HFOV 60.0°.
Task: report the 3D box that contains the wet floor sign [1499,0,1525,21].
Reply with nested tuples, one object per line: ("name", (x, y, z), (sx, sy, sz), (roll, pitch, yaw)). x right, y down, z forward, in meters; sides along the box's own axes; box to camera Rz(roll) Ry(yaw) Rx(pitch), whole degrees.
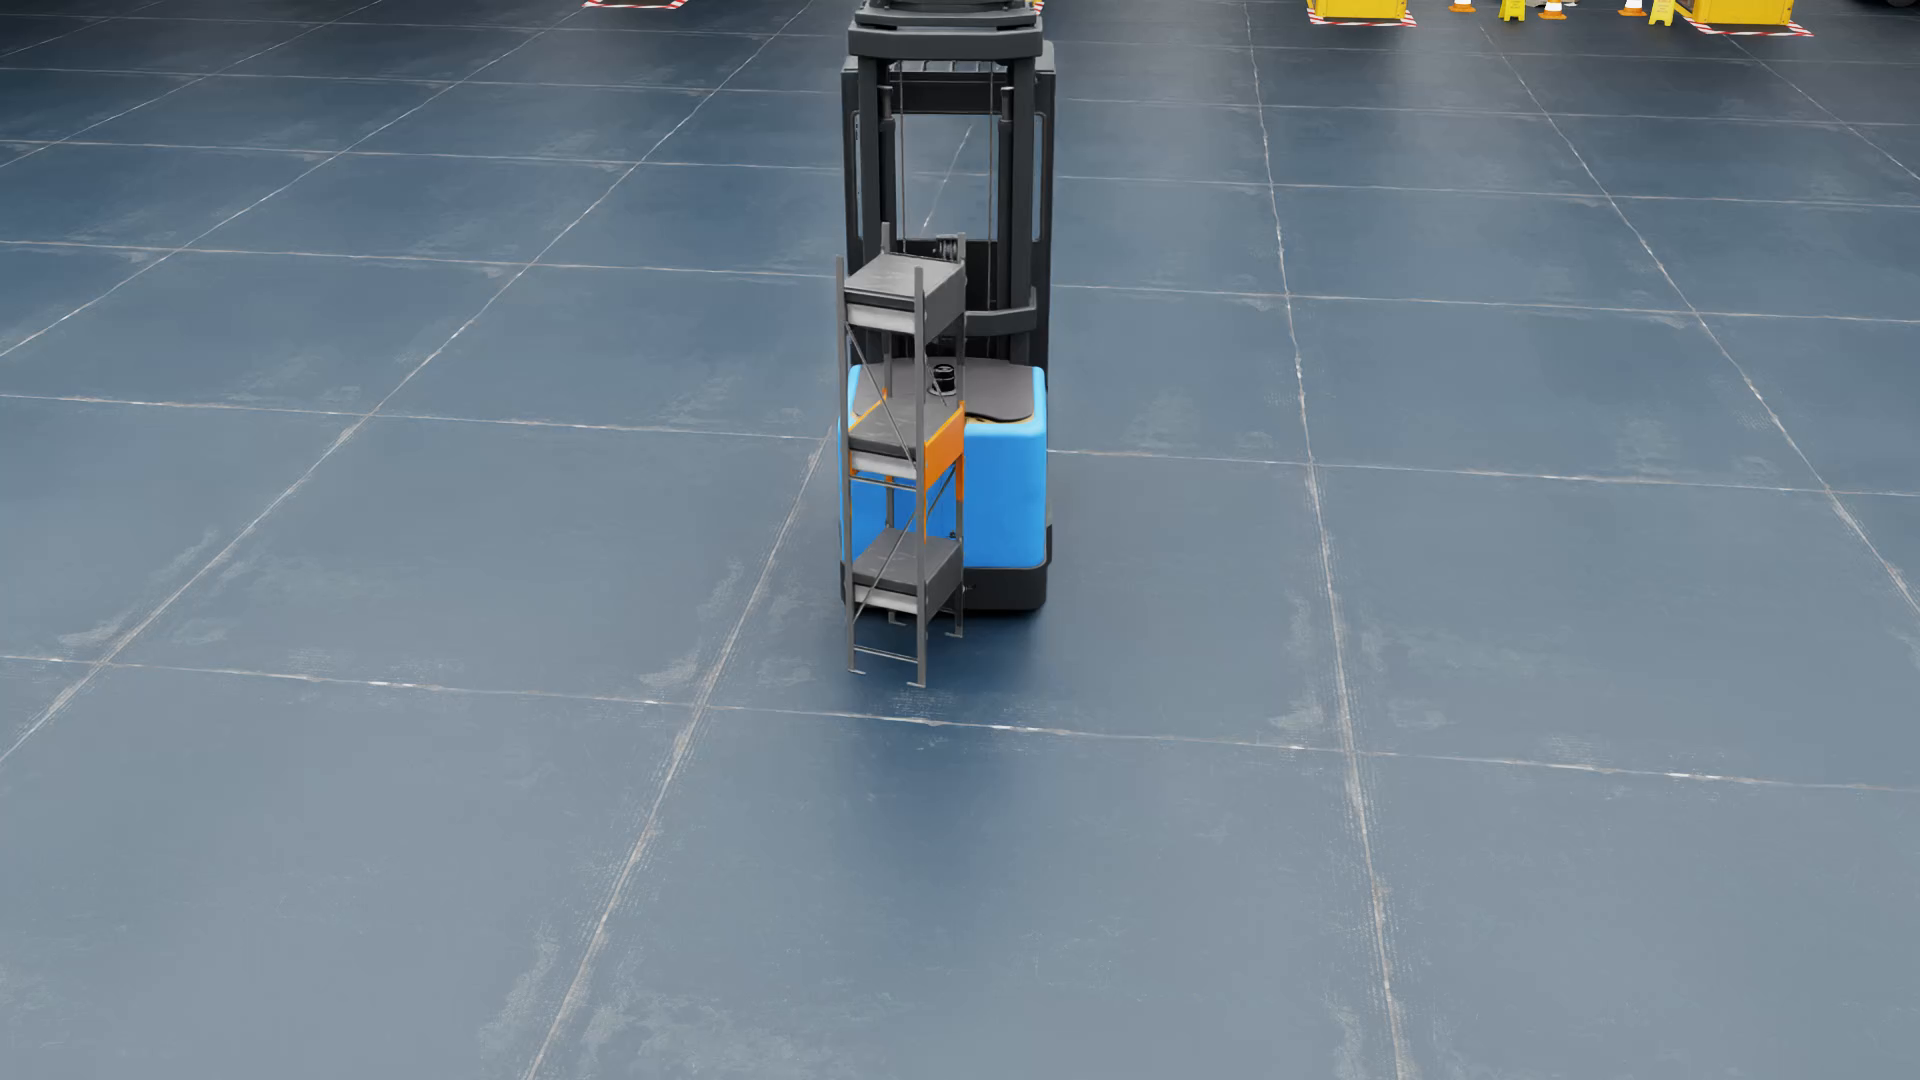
("wet floor sign", (7.327, -7.212, 21.956), (0.267, 0.644, 0.232), (-1, 28, -3))

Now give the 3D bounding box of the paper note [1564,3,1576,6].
("paper note", (8.431, -7.390, 22.936), (0.148, 0.019, 0.142), (-6, 29, -11))

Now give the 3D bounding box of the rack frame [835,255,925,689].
("rack frame", (-0.348, -0.251, 7.498), (0.400, 2.100, 0.015), (11, 30, 19))

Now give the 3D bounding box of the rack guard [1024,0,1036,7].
("rack guard", (0.465, -7.648, 22.919), (1.175, 0.500, 0.348), (3, 28, 6))

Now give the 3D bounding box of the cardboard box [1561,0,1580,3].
("cardboard box", (8.446, -7.616, 23.229), (0.380, 0.149, 0.250), (20, 34, 32))

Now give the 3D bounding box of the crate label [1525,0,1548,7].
("crate label", (7.954, -7.432, 22.901), (0.250, 0.136, 0.298), (-11, 30, -20))

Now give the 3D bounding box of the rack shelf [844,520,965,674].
("rack shelf", (-0.263, 0.269, 8.038), (0.431, 0.518, 0.480), (11, 30, 19))

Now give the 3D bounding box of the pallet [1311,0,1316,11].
("pallet", (5.386, -7.530, 23.005), (1.003, 0.211, 1.213), (3, 28, 6))

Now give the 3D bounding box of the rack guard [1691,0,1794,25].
("rack guard", (10.300, -7.072, 21.850), (1.175, 0.500, 0.348), (3, 28, 6))

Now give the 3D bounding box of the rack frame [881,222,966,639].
("rack frame", (-0.170, -0.466, 7.898), (0.400, 2.100, 0.015), (11, 30, 19))

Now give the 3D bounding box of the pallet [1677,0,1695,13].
("pallet", (10.435, -7.325, 22.625), (1.003, 0.211, 1.213), (3, 28, 6))

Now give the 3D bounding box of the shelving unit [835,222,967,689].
("shelving unit", (-0.259, -0.358, 7.698), (0.431, 2.100, 0.503), (11, 30, 19))

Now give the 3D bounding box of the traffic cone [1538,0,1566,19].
("traffic cone", (7.920, -7.202, 22.130), (0.336, 0.463, 0.334), (3, 28, 6))

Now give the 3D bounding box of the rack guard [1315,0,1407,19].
("rack guard", (5.363, -7.265, 22.208), (1.175, 0.500, 0.348), (3, 28, 6))

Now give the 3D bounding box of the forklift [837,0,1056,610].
("forklift", (-0.052, -1.595, 9.120), (1.130, 2.935, 3.031), (1, 28, 1))

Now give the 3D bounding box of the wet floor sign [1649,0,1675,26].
("wet floor sign", (9.205, -7.073, 21.699), (0.267, 0.644, 0.232), (14, 31, 24))

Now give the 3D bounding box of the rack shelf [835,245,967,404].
("rack shelf", (-0.255, -0.962, 7.371), (0.431, 0.518, 0.480), (11, 30, 19))

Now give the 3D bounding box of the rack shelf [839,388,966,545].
("rack shelf", (-0.259, -0.346, 7.705), (0.431, 0.518, 0.480), (11, 30, 19))

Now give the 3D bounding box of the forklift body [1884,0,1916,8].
("forklift body", (13.639, -8.475, 22.713), (2.313, 2.155, 1.214), (3, 28, 6))

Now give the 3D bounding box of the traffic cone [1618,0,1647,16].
("traffic cone", (9.063, -7.297, 22.307), (0.336, 0.463, 0.334), (3, 28, 6))

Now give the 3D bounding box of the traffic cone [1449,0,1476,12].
("traffic cone", (6.840, -7.427, 22.549), (0.336, 0.463, 0.334), (3, 28, 6))
